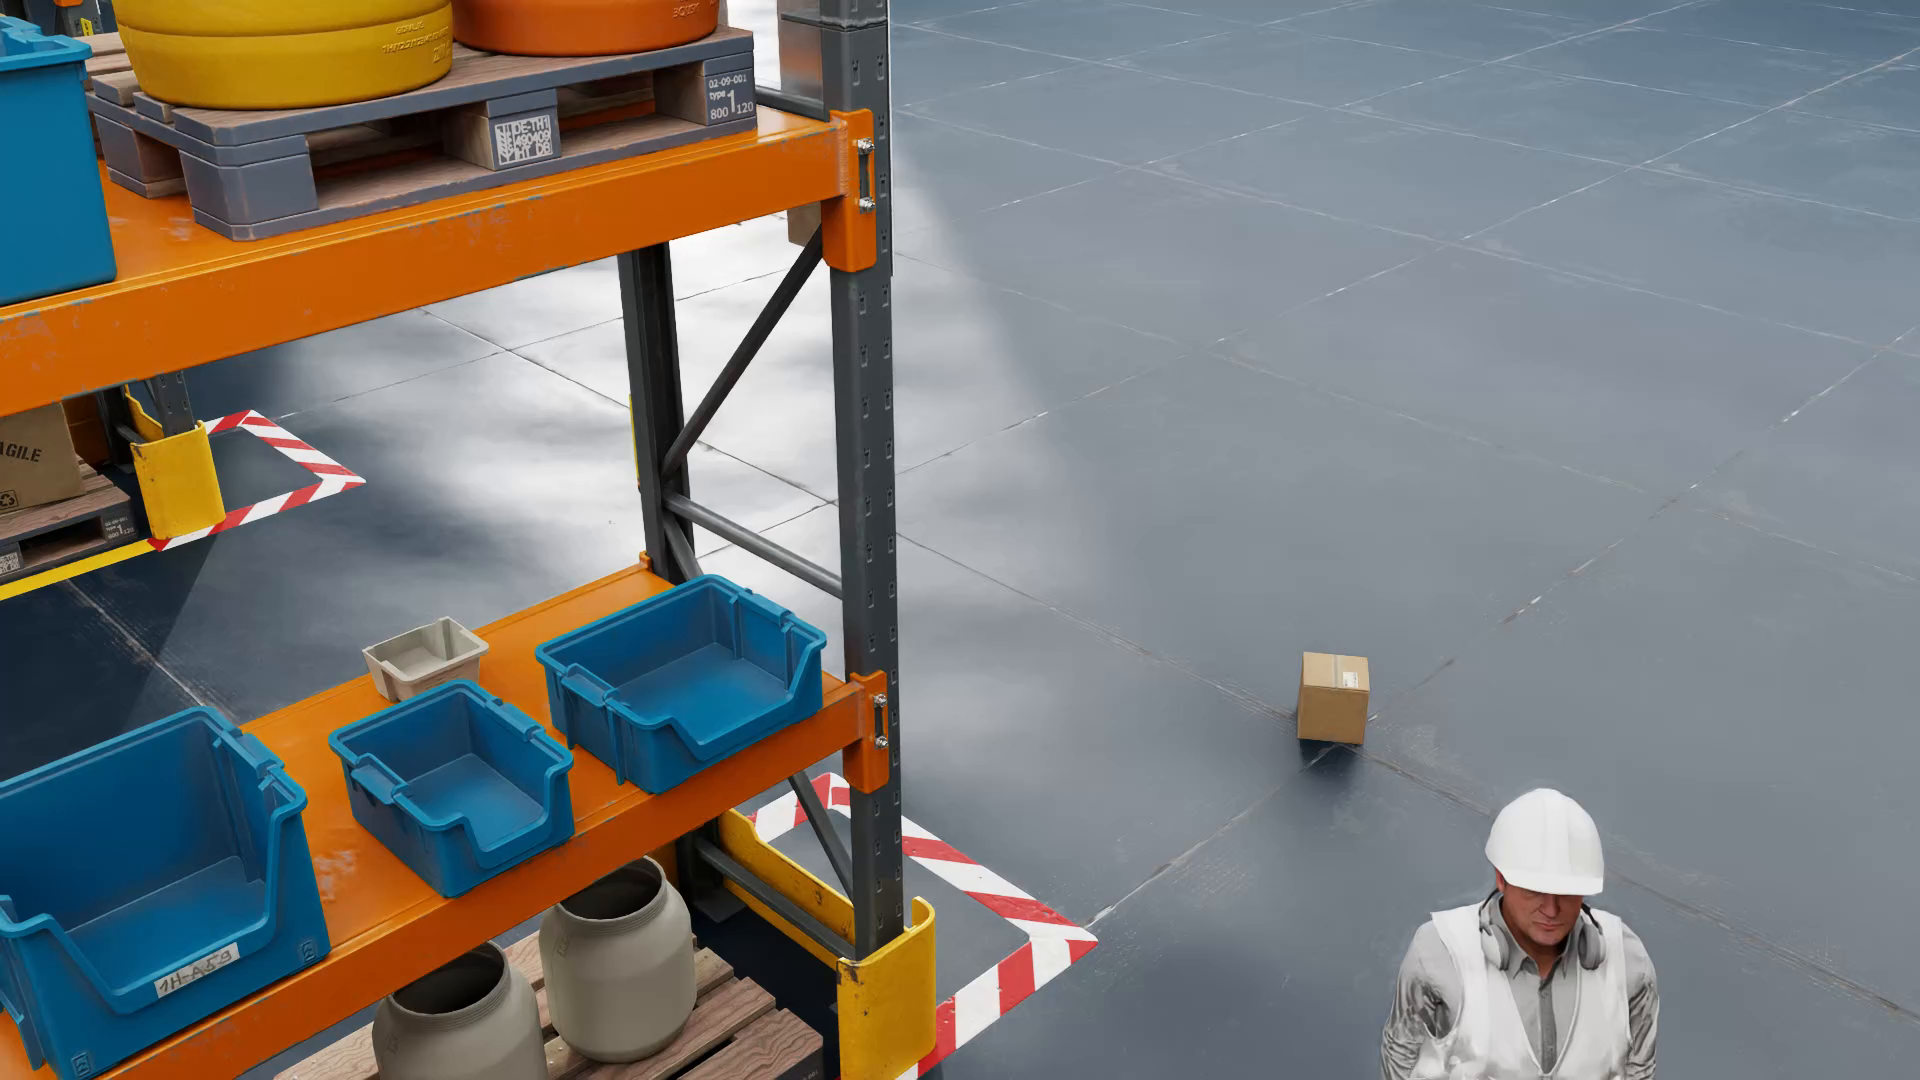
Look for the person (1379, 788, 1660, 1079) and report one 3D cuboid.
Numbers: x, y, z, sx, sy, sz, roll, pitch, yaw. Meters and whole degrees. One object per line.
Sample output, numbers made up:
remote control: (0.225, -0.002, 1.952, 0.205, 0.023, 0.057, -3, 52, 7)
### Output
person: (1.183, 1.294, 3.616, 0.532, 1.736, 0.982, -1, 28, -2)
